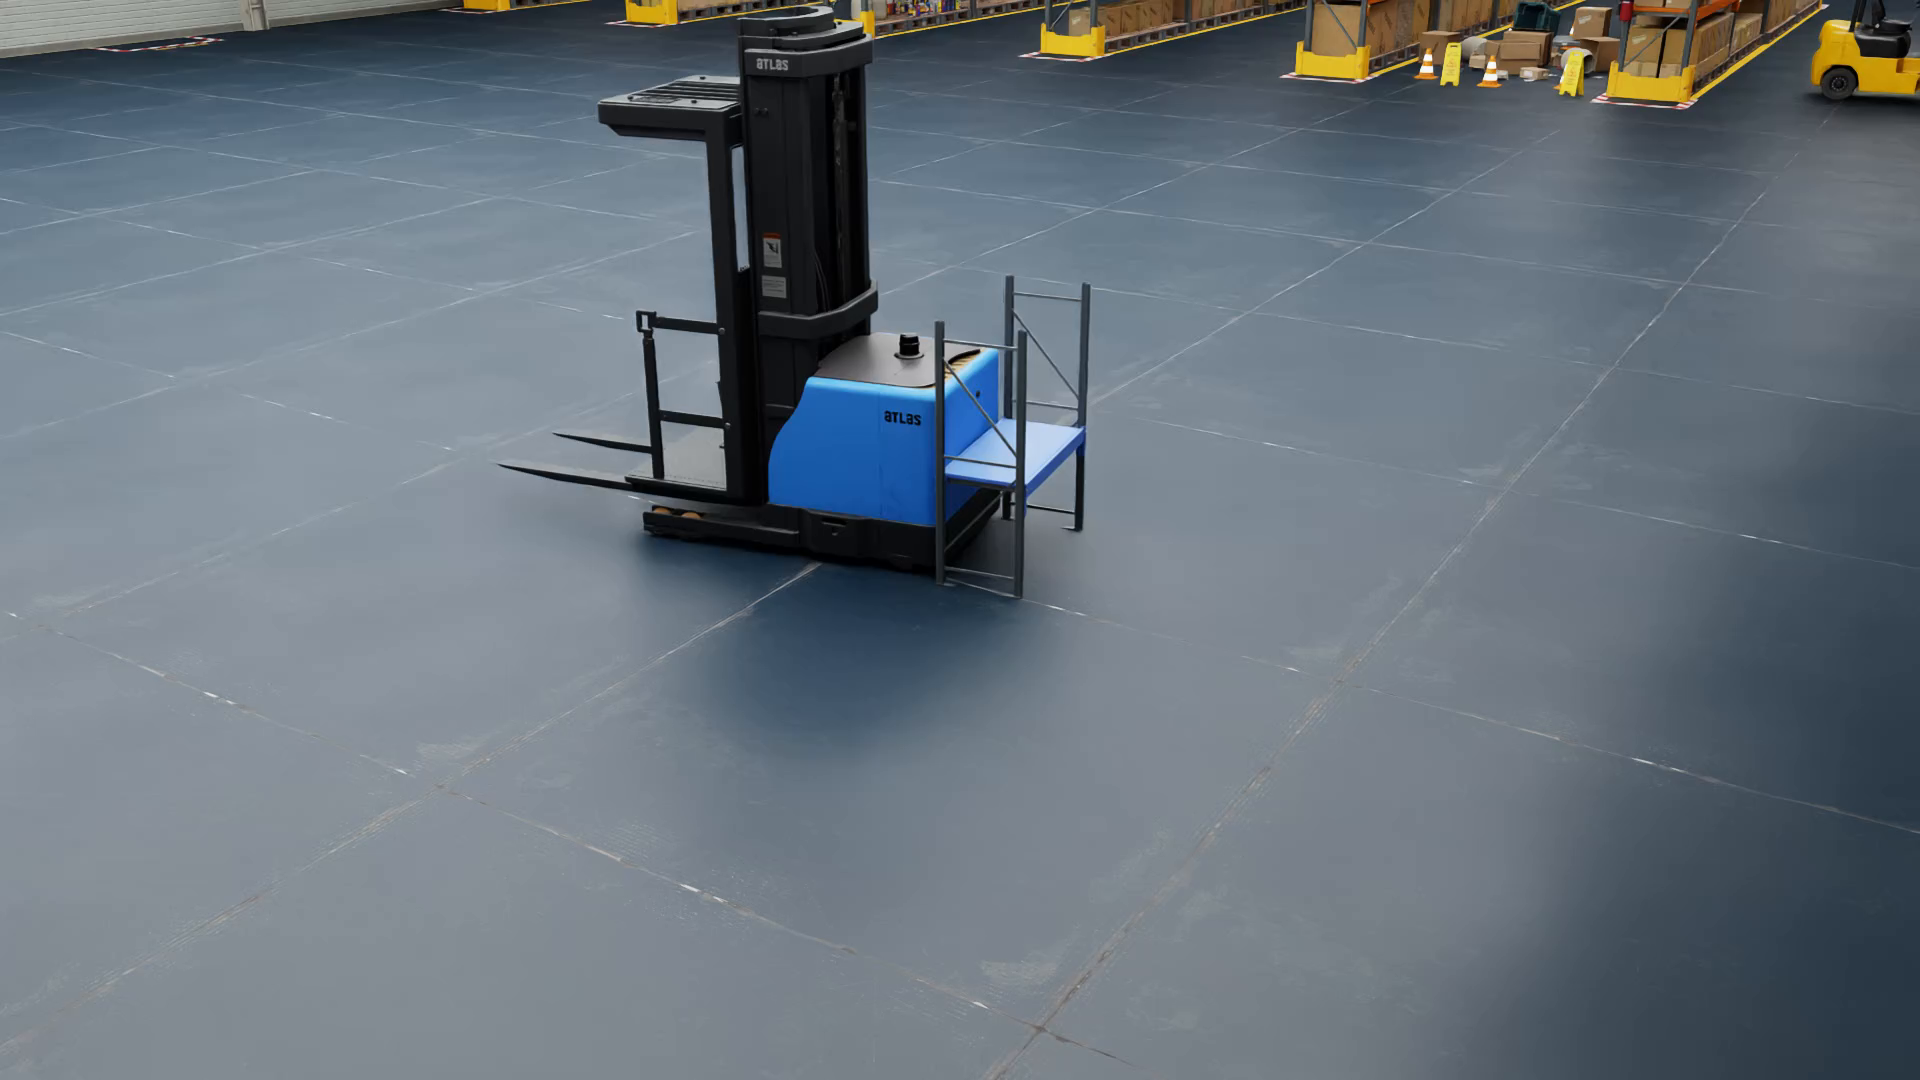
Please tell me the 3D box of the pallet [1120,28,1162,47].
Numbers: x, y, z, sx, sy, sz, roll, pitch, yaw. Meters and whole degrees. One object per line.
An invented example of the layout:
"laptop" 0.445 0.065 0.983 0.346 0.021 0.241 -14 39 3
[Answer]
"pallet" 3.133 -9.567 31.583 1.003 0.211 1.213 14 27 29

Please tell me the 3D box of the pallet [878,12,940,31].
"pallet" -1.140 -10.621 34.018 1.003 0.211 1.213 14 27 29

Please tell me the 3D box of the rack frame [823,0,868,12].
"rack frame" -2.218 -11.182 31.804 1.000 3.000 0.127 14 27 29

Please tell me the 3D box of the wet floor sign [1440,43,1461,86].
"wet floor sign" 7.817 -7.565 26.413 0.267 0.644 0.232 9 25 20

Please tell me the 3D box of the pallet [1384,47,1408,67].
"pallet" 7.150 -8.487 29.089 1.003 0.211 1.213 14 27 29

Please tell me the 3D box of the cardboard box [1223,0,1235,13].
"cardboard box" 5.299 -11.286 34.636 0.700 0.500 0.500 16 28 33

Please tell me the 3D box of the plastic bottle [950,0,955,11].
"plastic bottle" -0.203 -11.240 34.719 0.144 0.351 0.185 13 27 28

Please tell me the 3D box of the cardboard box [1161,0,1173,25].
"cardboard box" 3.855 -10.413 32.645 0.500 0.500 0.500 13 27 27

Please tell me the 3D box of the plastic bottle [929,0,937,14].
"plastic bottle" -0.563 -10.978 34.208 0.152 0.276 0.135 14 27 30

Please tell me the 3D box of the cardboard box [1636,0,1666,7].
"cardboard box" 10.425 -8.123 25.054 0.380 0.149 0.250 15 28 31

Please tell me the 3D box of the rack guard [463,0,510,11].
"rack guard" -10.594 -12.136 37.155 1.175 0.500 0.348 14 27 29

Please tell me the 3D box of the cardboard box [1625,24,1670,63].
"cardboard box" 10.610 -7.667 25.673 0.500 0.500 0.500 14 27 29

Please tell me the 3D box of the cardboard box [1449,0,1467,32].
"cardboard box" 9.023 -10.134 31.686 1.050 0.750 0.750 14 27 29

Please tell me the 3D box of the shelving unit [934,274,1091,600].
"shelving unit" 0.300 -0.595 9.237 0.538 1.500 1.048 9 25 21

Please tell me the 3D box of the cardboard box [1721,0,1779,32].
"cardboard box" 15.064 -10.200 31.683 0.875 0.875 0.875 14 27 28

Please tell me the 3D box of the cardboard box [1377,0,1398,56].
"cardboard box" 6.914 -8.828 28.513 0.875 0.875 0.875 13 27 28

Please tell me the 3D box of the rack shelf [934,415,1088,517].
"rack shelf" 0.300 -0.430 9.308 0.538 0.185 1.000 9 25 21

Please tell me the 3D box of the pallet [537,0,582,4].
"pallet" -9.491 -12.681 38.776 1.003 0.211 1.213 14 27 29

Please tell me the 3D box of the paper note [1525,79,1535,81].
"paper note" 9.217 -7.441 26.899 0.148 0.019 0.142 5 24 11

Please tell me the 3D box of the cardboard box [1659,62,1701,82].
"cardboard box" 11.070 -7.212 25.567 0.500 0.250 0.500 14 27 29

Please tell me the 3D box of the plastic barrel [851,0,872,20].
"plastic barrel" -1.936 -10.471 32.764 0.421 0.512 0.421 0 23 0

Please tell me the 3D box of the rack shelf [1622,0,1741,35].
"rack shelf" 11.464 -8.412 26.311 1.077 0.370 4.000 14 27 29

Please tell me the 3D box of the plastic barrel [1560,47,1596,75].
"plastic barrel" 10.212 -7.899 27.464 0.421 0.421 0.512 -7 24 -17

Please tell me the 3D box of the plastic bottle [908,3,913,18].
"plastic bottle" -0.997 -10.678 33.521 0.097 0.271 0.097 0 23 0

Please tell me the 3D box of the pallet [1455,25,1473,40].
"pallet" 9.246 -9.830 32.192 1.003 0.211 1.213 14 27 29

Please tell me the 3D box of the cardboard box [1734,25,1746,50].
"cardboard box" 13.170 -8.825 29.138 0.950 0.372 0.625 16 28 32

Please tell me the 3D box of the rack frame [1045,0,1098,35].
"rack frame" 1.990 -10.144 29.406 1.000 3.000 0.127 14 27 29

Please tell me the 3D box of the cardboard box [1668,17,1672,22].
"cardboard box" 11.022 -8.275 26.262 0.380 0.149 0.250 15 28 31

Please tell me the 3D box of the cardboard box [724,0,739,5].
"cardboard box" -5.160 -11.792 36.146 0.500 0.250 0.500 14 27 29

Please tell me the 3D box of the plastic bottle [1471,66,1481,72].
"plastic bottle" 8.699 -7.951 28.039 0.133 0.061 0.283 5 24 11

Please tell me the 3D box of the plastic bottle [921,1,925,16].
"plastic bottle" -0.763 -10.828 33.866 0.097 0.271 0.097 0 23 0

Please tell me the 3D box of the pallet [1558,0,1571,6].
"pallet" 13.447 -12.488 38.331 1.003 0.211 1.213 14 27 29

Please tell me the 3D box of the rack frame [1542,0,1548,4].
"rack frame" 12.480 -13.120 36.282 1.000 3.000 0.127 14 27 29

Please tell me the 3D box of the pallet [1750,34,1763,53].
"pallet" 14.216 -9.224 30.791 1.003 0.211 1.213 14 27 29

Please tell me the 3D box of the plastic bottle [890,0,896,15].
"plastic bottle" -1.375 -10.906 34.032 0.061 0.283 0.133 14 27 29

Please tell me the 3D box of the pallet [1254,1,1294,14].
"pallet" 6.690 -11.814 36.775 1.003 0.211 1.213 14 27 29

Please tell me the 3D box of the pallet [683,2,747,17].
"pallet" -5.412 -11.618 36.322 1.003 0.211 1.213 14 27 29

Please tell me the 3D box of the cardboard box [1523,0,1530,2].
"cardboard box" 11.759 -11.518 35.198 0.500 0.500 0.500 13 27 28

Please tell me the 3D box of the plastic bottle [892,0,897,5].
"plastic bottle" -1.392 -10.972 34.193 0.152 0.276 0.135 13 27 28

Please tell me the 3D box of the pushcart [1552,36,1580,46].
"pushcart" 10.556 -8.675 29.313 1.648 0.377 0.936 5 24 11

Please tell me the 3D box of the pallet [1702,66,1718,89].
"pallet" 11.552 -7.490 26.786 1.003 0.211 1.213 14 27 29

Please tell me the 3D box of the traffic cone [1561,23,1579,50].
"traffic cone" 11.287 -9.272 30.586 0.336 0.463 0.334 14 27 29

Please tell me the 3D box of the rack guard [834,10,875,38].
"rack guard" -2.218 -10.070 32.382 1.175 0.500 0.348 14 27 29

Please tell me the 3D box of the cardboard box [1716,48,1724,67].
"cardboard box" 12.163 -7.910 27.179 0.500 0.250 0.500 13 27 28

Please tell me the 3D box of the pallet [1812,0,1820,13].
"pallet" 18.494 -11.901 36.976 1.003 0.211 1.213 14 27 29

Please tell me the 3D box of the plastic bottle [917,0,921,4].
"plastic bottle" -0.860 -11.222 34.777 0.097 0.271 0.097 0 23 0

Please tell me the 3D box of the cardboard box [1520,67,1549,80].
"cardboard box" 9.384 -7.624 27.174 0.250 0.149 0.380 -12 26 -26

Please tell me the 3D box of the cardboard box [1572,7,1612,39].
"cardboard box" 10.991 -8.980 28.912 0.500 0.500 0.500 14 27 29

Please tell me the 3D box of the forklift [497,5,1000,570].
"forklift" -1.331 -1.525 9.584 3.031 2.935 1.130 8 25 19

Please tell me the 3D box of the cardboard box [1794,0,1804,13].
"cardboard box" 17.161 -11.323 34.828 0.875 0.438 0.875 13 27 28

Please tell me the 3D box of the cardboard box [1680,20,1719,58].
"cardboard box" 11.625 -7.909 26.233 0.500 0.500 0.500 14 27 30

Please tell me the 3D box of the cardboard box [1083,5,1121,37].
"cardboard box" 2.620 -9.605 30.780 0.500 0.500 0.500 -20 31 -39
